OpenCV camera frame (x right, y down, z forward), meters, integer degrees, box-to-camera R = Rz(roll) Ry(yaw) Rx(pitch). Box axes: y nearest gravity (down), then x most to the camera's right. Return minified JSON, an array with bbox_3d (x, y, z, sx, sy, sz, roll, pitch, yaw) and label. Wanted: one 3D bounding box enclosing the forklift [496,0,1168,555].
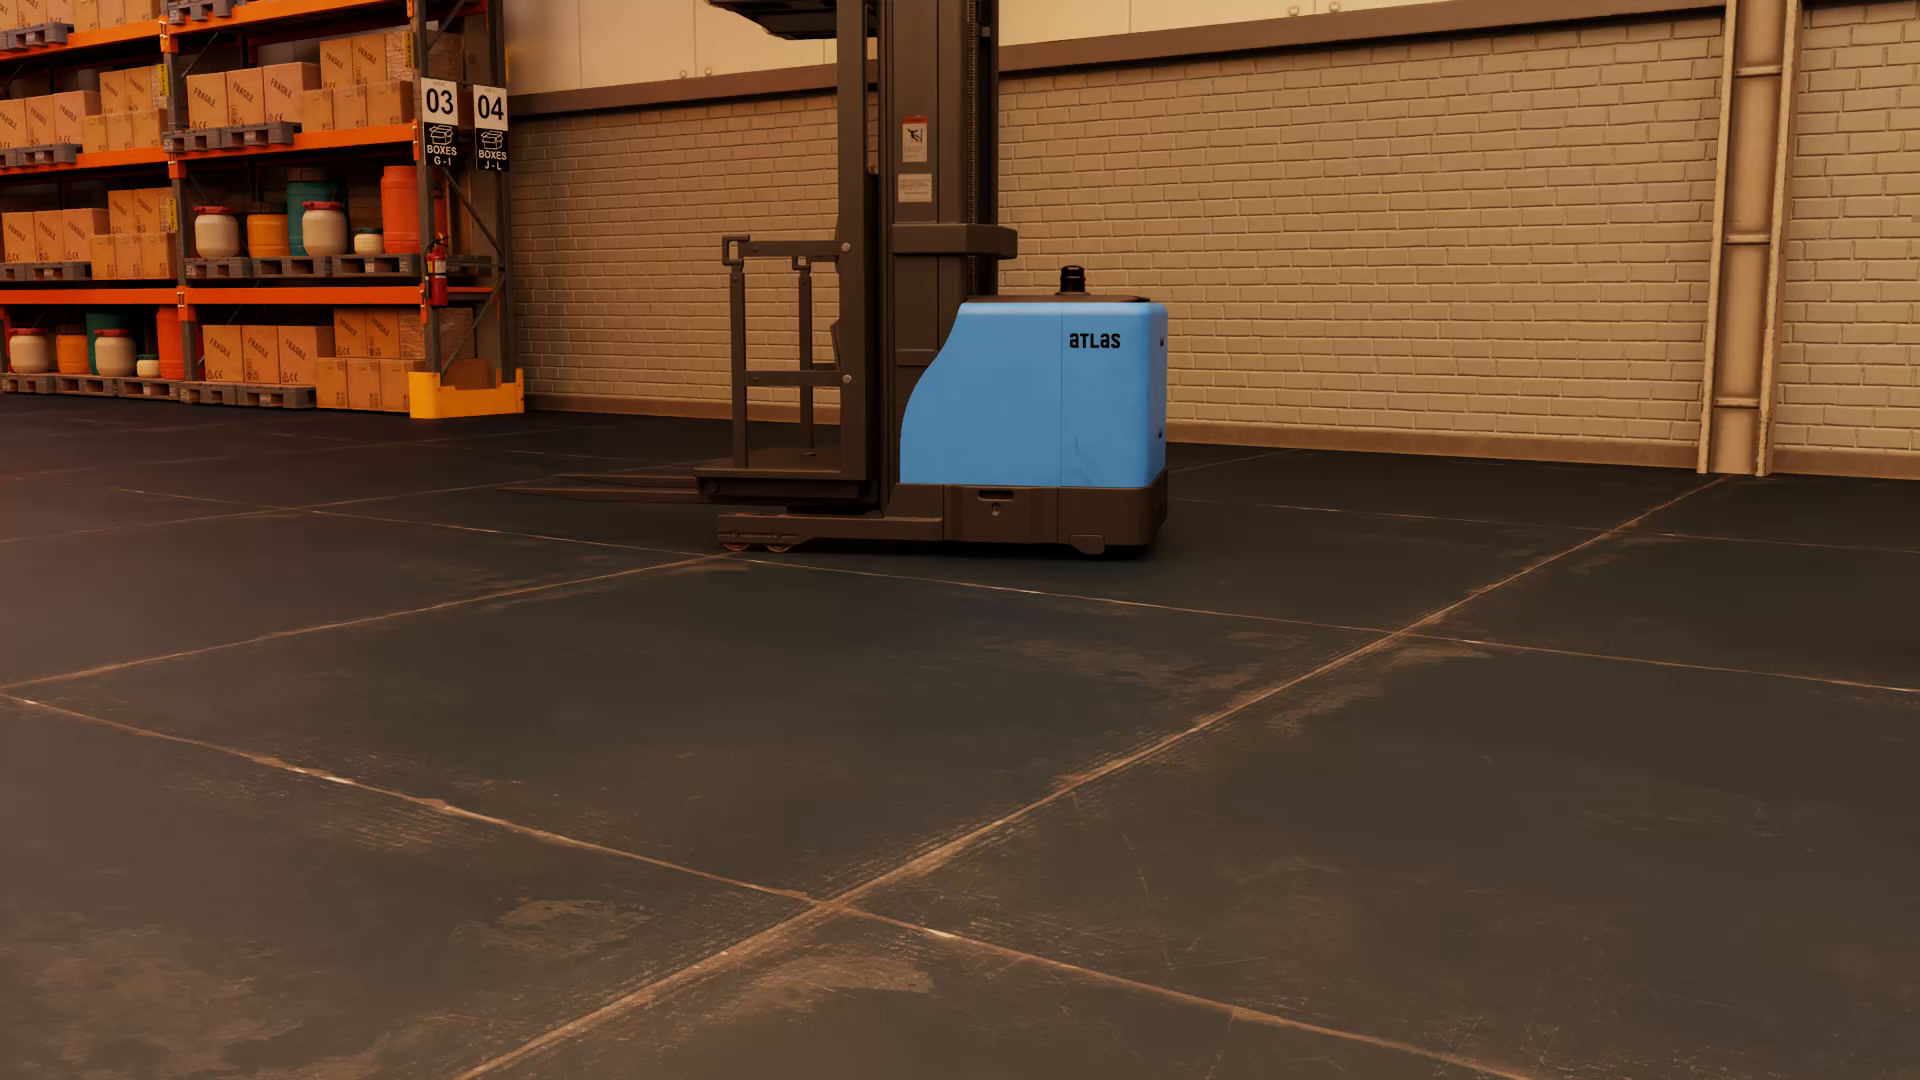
[{"bbox_3d":[-0.596,-1.469,7.520,3.031,2.935,1.130,2,8,12],"label":"forklift"}]
